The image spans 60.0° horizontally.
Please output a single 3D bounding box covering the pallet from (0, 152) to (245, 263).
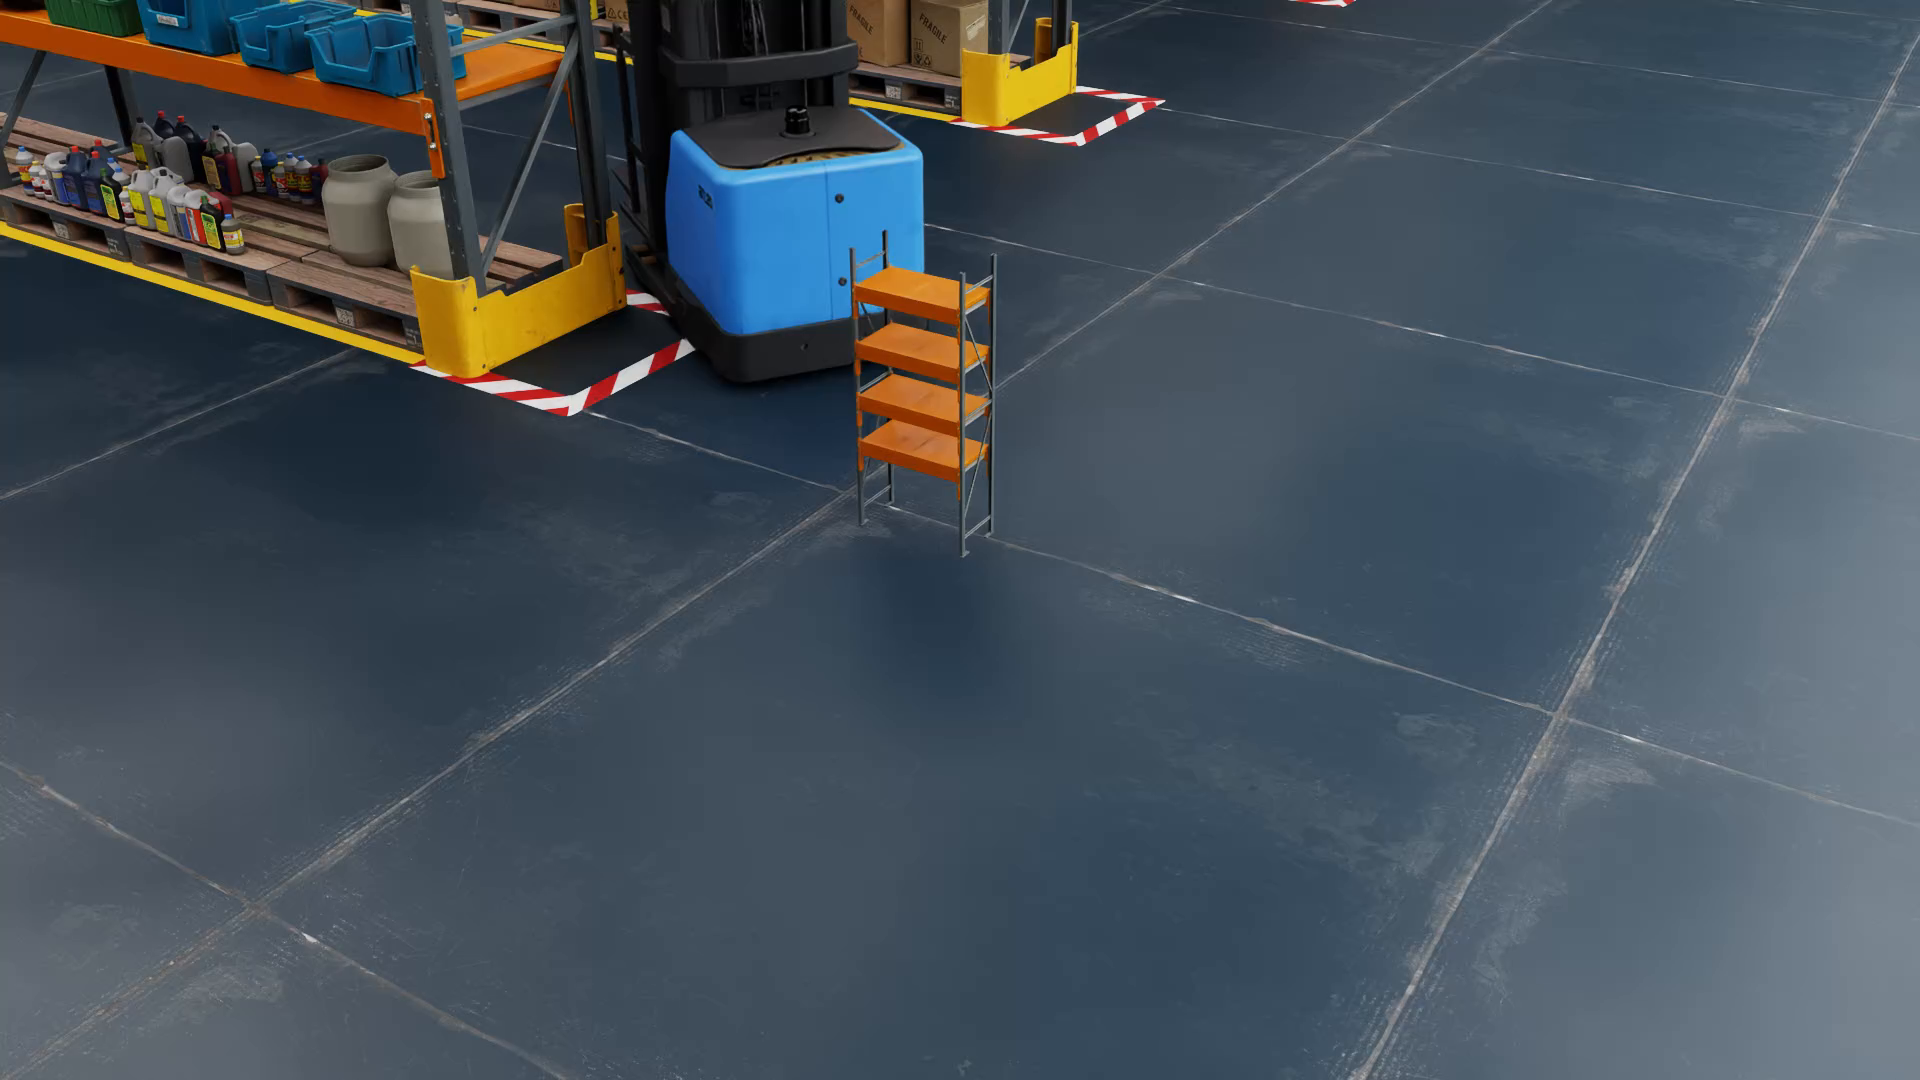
[{"bbox_3d":[-4.966,-2.033,10.025,1.213,0.211,1.003,18,35,27],"label":"pallet"}]

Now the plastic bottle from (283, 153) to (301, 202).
[{"bbox_3d":[-3.870,-2.112,9.665,0.097,0.271,0.097,0,30,0],"label":"plastic bottle"}]

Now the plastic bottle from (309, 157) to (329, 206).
[{"bbox_3d":[-3.677,-2.067,9.576,0.133,0.283,0.061,18,35,28],"label":"plastic bottle"}]

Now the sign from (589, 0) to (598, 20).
[{"bbox_3d":[-1.829,-2.717,8.155,0.005,0.325,0.100,18,35,27],"label":"sign"}]

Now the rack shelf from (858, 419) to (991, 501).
[{"bbox_3d":[-0.140,-0.333,6.658,0.480,0.148,0.258,18,35,27],"label":"rack shelf"}]

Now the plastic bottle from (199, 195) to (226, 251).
[{"bbox_3d":[-4.022,-1.709,8.961,0.133,0.283,0.061,18,35,29],"label":"plastic bottle"}]

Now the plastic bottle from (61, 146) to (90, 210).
[{"bbox_3d":[-5.050,-2.088,9.544,0.185,0.351,0.144,19,35,29],"label":"plastic bottle"}]

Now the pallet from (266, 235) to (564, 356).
[{"bbox_3d":[-2.899,-1.379,8.905,1.213,0.211,1.003,18,35,27],"label":"pallet"}]

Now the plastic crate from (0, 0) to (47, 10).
[{"bbox_3d":[-5.137,-3.214,9.344,0.504,0.338,0.767,18,35,27],"label":"plastic crate"}]

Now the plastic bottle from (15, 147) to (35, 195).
[{"bbox_3d":[-5.476,-2.174,9.771,0.097,0.271,0.097,0,30,0],"label":"plastic bottle"}]

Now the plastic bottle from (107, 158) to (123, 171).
[{"bbox_3d":[-4.863,-2.066,9.586,0.097,0.271,0.097,0,30,0],"label":"plastic bottle"}]

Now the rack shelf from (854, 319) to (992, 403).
[{"bbox_3d":[-0.140,-0.698,6.445,0.480,0.148,0.258,18,35,27],"label":"rack shelf"}]

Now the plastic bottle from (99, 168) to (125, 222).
[{"bbox_3d":[-4.772,-1.946,9.368,0.133,0.283,0.061,19,35,29],"label":"plastic bottle"}]

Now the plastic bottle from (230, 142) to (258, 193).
[{"bbox_3d":[-4.242,-2.216,9.838,0.135,0.276,0.152,18,35,28],"label":"plastic bottle"}]

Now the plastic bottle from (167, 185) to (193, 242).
[{"bbox_3d":[-4.230,-1.798,9.122,0.135,0.276,0.152,17,34,26],"label":"plastic bottle"}]

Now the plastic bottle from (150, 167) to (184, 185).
[{"bbox_3d":[-4.472,-1.961,9.401,0.135,0.276,0.152,18,35,27],"label":"plastic bottle"}]

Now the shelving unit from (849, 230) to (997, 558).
[{"bbox_3d":[-0.140,-0.563,6.524,0.503,1.200,0.258,18,35,27],"label":"shelving unit"}]

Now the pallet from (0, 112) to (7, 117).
[{"bbox_3d":[-7.236,-2.751,11.256,1.213,0.211,1.003,18,35,27],"label":"pallet"}]

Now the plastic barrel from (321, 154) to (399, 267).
[{"bbox_3d":[-3.147,-1.748,8.822,0.421,0.512,0.421,0,30,0],"label":"plastic barrel"}]

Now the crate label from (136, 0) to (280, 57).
[{"bbox_3d":[-3.828,-2.756,8.463,0.616,0.435,0.502,18,35,27],"label":"crate label"}]

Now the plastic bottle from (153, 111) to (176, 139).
[{"bbox_3d":[-4.814,-2.431,10.133,0.185,0.351,0.144,17,34,26],"label":"plastic bottle"}]

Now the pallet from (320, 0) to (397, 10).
[{"bbox_3d":[-5.606,-5.206,15.465,1.213,0.211,1.003,18,35,27],"label":"pallet"}]

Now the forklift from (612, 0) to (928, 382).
[{"bbox_3d":[-1.216,-2.738,8.534,1.130,2.935,3.031,-13,33,-20],"label":"forklift"}]

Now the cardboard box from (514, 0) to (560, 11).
[{"bbox_3d":[-3.388,-4.833,14.102,0.500,0.500,0.700,15,33,24],"label":"cardboard box"}]

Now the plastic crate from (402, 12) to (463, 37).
[{"bbox_3d":[-2.712,-2.627,8.537,0.250,0.136,0.298,18,35,27],"label":"plastic crate"}]

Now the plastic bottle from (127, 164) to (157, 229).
[{"bbox_3d":[-4.530,-1.923,9.262,0.185,0.351,0.144,17,34,27],"label":"plastic bottle"}]

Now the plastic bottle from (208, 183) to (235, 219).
[{"bbox_3d":[-4.056,-1.810,9.135,0.133,0.283,0.061,18,35,27],"label":"plastic bottle"}]

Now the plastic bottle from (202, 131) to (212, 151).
[{"bbox_3d":[-4.491,-2.325,10.018,0.133,0.283,0.061,20,36,31],"label":"plastic bottle"}]

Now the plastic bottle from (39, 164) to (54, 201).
[{"bbox_3d":[-5.304,-2.090,9.695,0.097,0.201,0.097,0,30,0],"label":"plastic bottle"}]

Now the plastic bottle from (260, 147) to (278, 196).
[{"bbox_3d":[-4.042,-2.167,9.758,0.097,0.271,0.097,0,30,0],"label":"plastic bottle"}]

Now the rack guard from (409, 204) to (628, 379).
[{"bbox_3d":[-2.214,-1.284,8.455,0.348,0.500,1.175,18,35,27],"label":"rack guard"}]

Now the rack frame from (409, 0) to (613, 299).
[{"bbox_3d":[-2.125,-2.364,7.825,0.127,3.000,1.000,18,35,27],"label":"rack frame"}]

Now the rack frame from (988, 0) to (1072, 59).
[{"bbox_3d":[0.508,-4.477,11.448,0.127,3.000,1.000,18,35,27],"label":"rack frame"}]

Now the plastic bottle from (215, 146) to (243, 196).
[{"bbox_3d":[-4.299,-2.174,9.758,0.133,0.283,0.061,18,35,27],"label":"plastic bottle"}]

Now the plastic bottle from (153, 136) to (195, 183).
[{"bbox_3d":[-4.709,-2.278,9.944,0.135,0.276,0.152,18,35,27],"label":"plastic bottle"}]

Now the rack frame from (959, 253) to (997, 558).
[{"bbox_3d":[0.066,-0.497,6.412,0.015,1.200,0.240,18,35,27],"label":"rack frame"}]

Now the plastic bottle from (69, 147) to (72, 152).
[{"bbox_3d":[-5.131,-2.150,9.718,0.133,0.283,0.061,18,35,27],"label":"plastic bottle"}]

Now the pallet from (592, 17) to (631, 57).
[{"bbox_3d":[-2.292,-4.180,13.705,1.213,0.211,1.003,18,35,27],"label":"pallet"}]

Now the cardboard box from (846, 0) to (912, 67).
[{"bbox_3d":[-0.536,-3.899,12.521,0.500,0.500,0.500,-25,38,-36],"label":"cardboard box"}]

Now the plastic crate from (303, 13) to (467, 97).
[{"bbox_3d":[-2.708,-2.306,7.873,0.616,0.251,0.499,18,35,27],"label":"plastic crate"}]
